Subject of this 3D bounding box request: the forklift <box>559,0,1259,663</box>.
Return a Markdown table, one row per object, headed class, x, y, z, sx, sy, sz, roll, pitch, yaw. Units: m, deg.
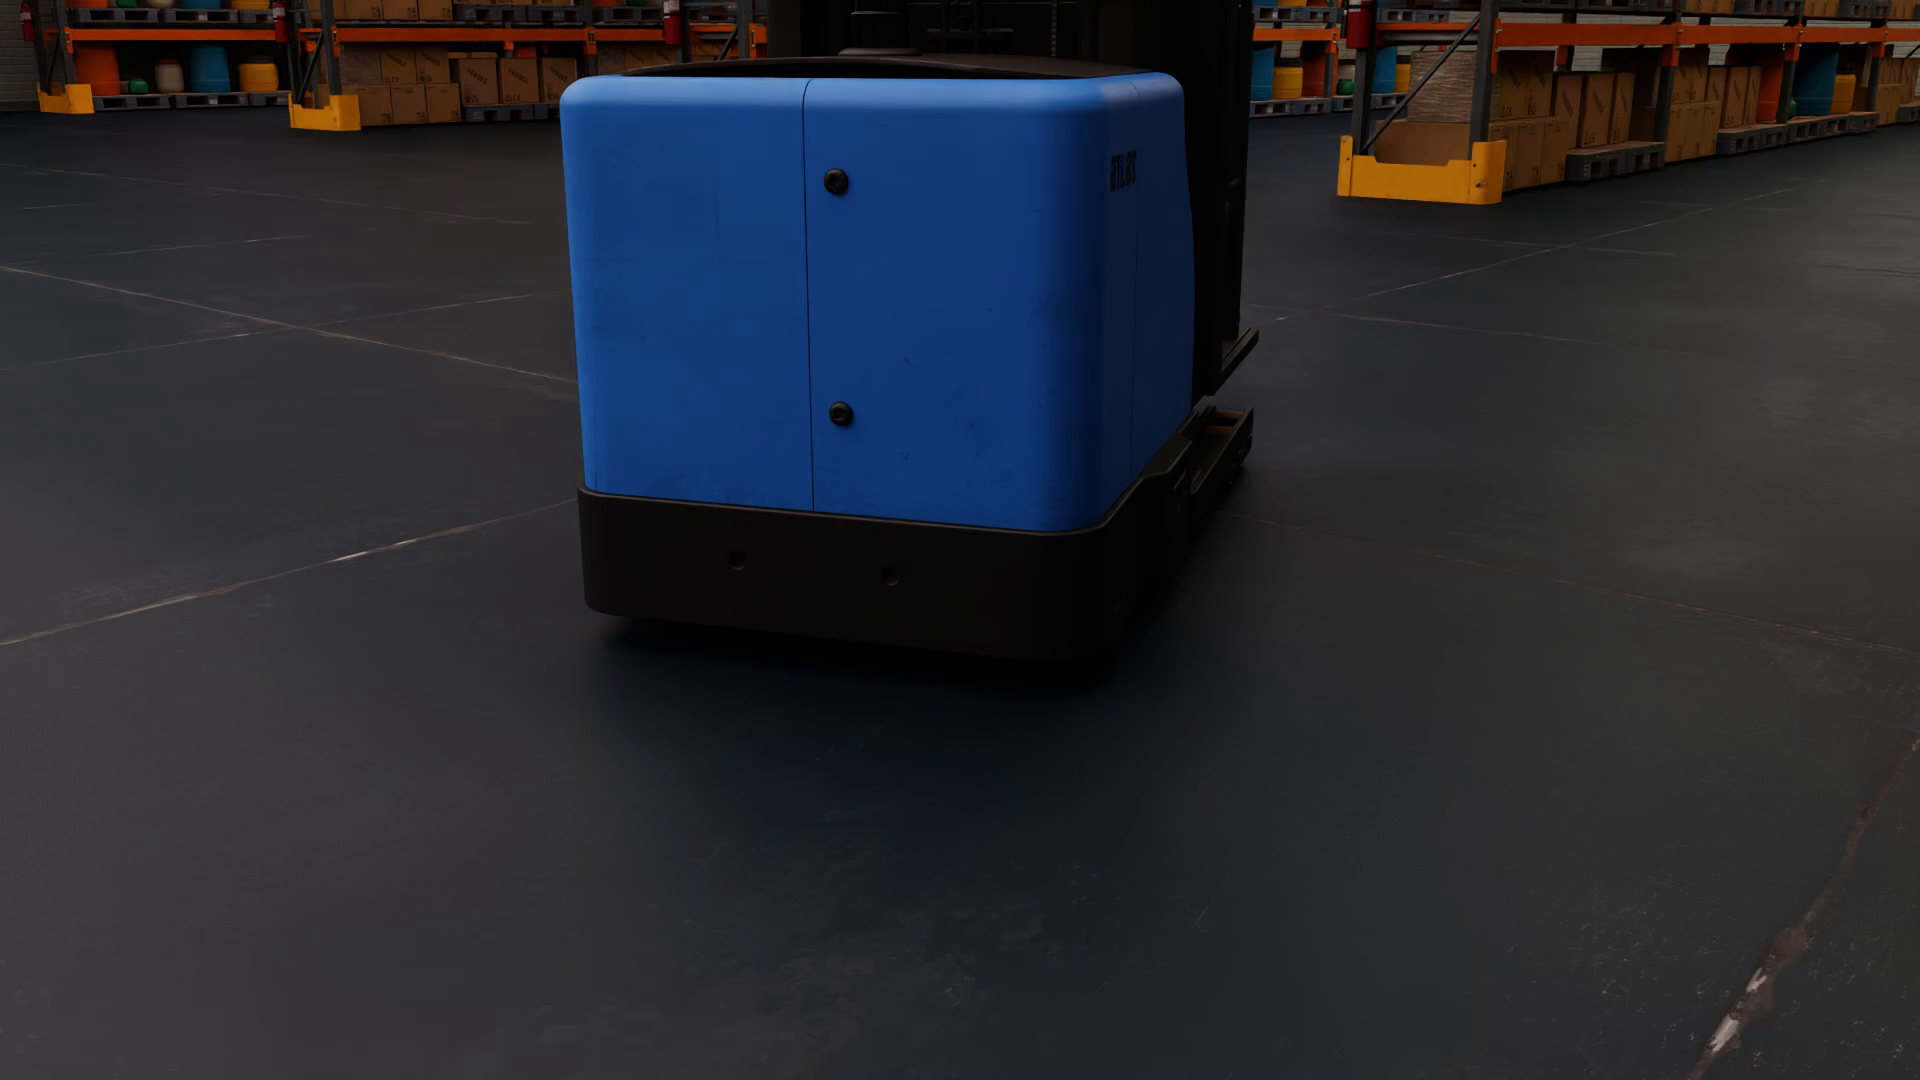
| class | x | y | z | sx | sy | sz | roll | pitch | yaw |
| --- | --- | --- | --- | --- | --- | --- | --- | --- | --- |
| forklift | 0.182 | -1.571 | 4.072 | 1.130 | 2.935 | 3.031 | 5 | 18 | 17 |
